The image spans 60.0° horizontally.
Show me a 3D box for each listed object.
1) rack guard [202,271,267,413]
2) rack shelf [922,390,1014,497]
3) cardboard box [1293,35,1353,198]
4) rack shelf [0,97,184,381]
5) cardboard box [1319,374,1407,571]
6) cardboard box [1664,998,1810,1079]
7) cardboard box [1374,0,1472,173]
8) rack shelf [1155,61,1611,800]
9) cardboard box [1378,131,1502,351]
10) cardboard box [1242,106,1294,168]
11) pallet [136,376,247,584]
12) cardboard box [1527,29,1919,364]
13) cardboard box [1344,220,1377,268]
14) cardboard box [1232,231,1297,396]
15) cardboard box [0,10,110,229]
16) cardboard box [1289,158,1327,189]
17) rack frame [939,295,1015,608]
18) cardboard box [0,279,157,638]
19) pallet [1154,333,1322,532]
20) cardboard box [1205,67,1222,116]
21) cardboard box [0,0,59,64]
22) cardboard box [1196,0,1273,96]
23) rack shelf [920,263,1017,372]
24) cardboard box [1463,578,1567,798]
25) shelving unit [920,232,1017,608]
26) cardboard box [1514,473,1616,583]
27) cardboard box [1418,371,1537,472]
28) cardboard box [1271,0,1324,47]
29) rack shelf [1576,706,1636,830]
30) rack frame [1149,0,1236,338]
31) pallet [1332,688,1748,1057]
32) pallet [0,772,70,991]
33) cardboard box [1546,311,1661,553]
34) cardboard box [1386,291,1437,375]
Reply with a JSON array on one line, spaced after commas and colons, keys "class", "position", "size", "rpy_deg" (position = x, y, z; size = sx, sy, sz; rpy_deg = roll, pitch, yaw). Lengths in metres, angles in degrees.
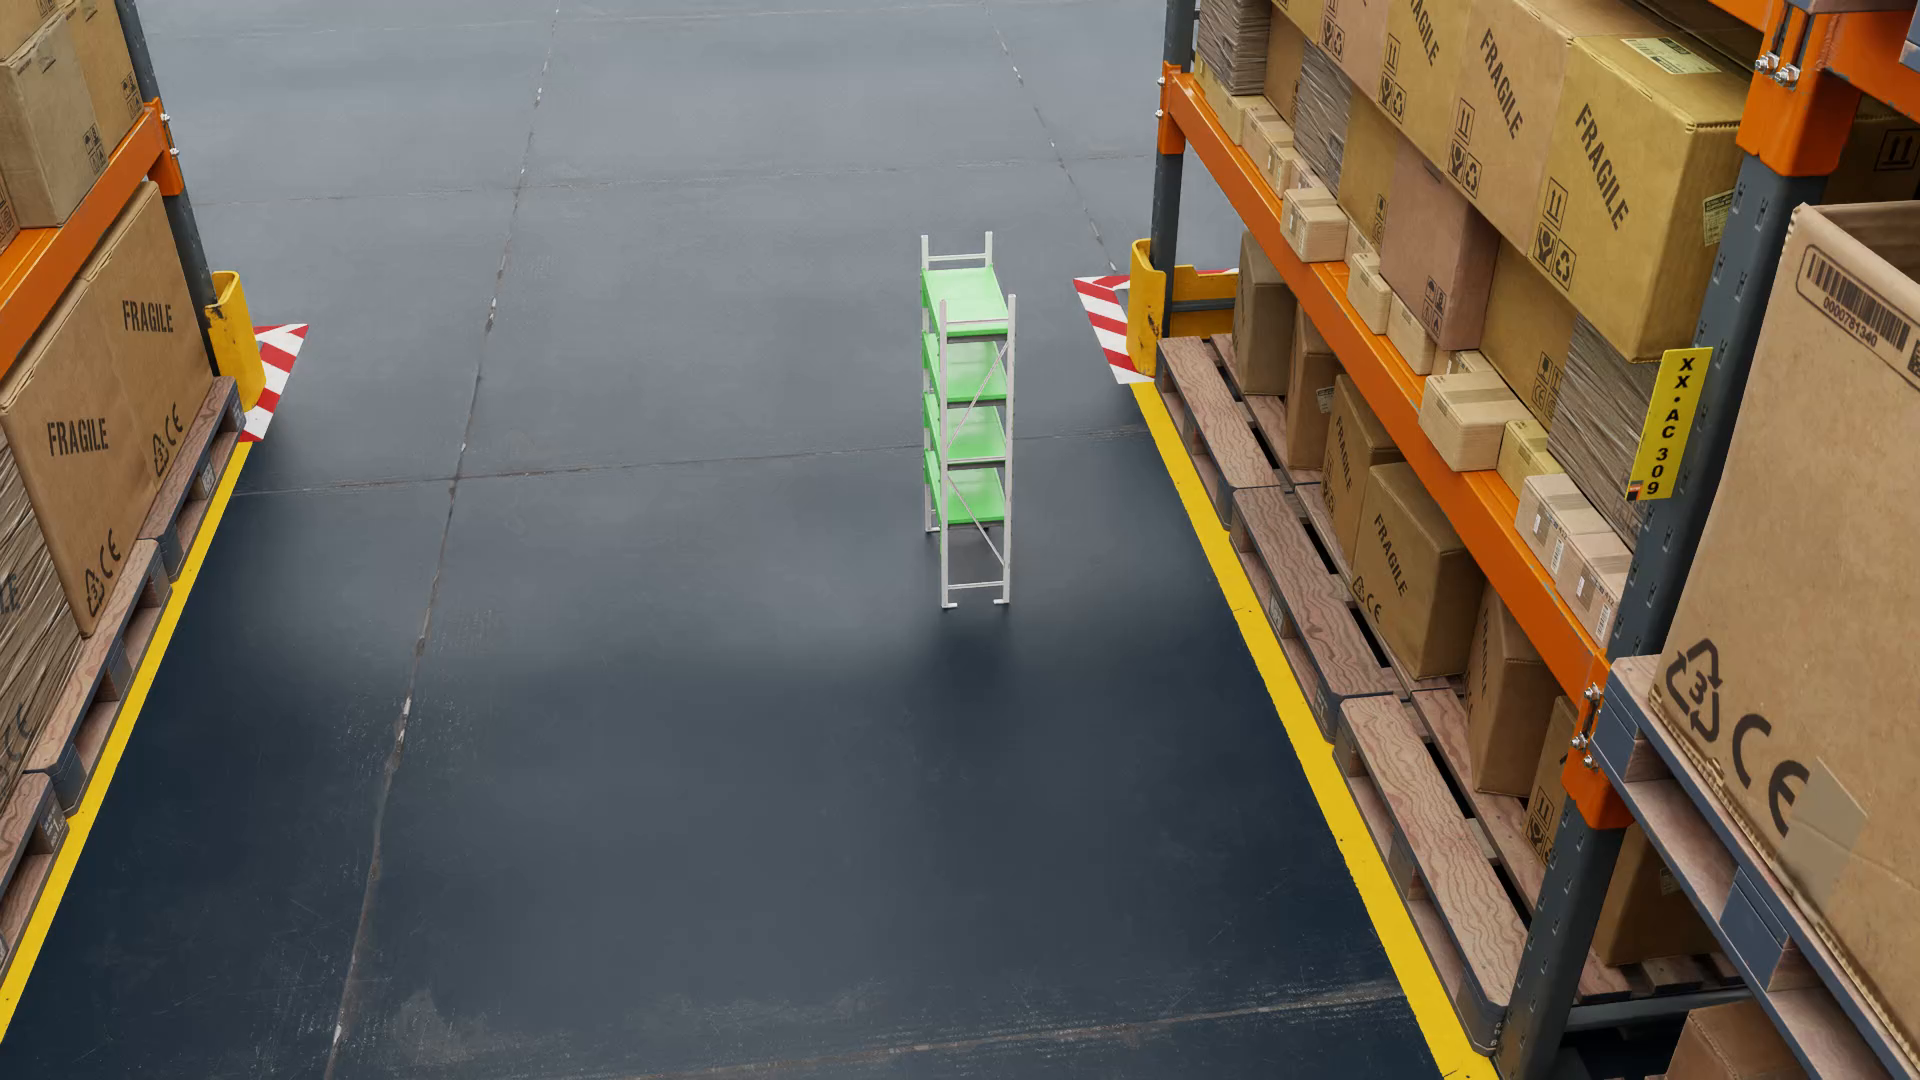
[{"class": "rack guard", "position": [-3.597, -0.796, 6.974], "size": [1.175, 0.500, 0.348], "rpy_deg": [-4, 35, -6]}, {"class": "rack shelf", "position": [0.022, -0.351, 5.813], "size": [0.258, 0.148, 0.480], "rpy_deg": [-4, 35, -6]}, {"class": "cardboard box", "position": [1.593, -1.437, 5.343], "size": [0.875, 0.500, 0.500], "rpy_deg": [-4, 35, -6]}, {"class": "rack shelf", "position": [-3.324, -0.402, 4.815], "size": [1.077, 0.370, 4.000], "rpy_deg": [-4, 35, -6]}, {"class": "cardboard box", "position": [1.582, -0.243, 5.790], "size": [0.500, 0.500, 0.500], "rpy_deg": [-1, 34, -2]}, {"class": "cardboard box", "position": [1.934, 1.293, 3.518], "size": [0.700, 0.500, 0.500], "rpy_deg": [-7, 35, -10]}, {"class": "cardboard box", "position": [1.405, -1.268, 4.206], "size": [0.500, 0.500, 0.500], "rpy_deg": [-4, 35, -6]}, {"class": "rack shelf", "position": [1.604, -0.721, 5.283], "size": [1.077, 0.370, 4.000], "rpy_deg": [-4, 35, -6]}, {"class": "cardboard box", "position": [1.675, -0.875, 4.518], "size": [0.875, 0.500, 0.500], "rpy_deg": [-4, 35, -6]}, {"class": "cardboard box", "position": [1.225, -1.434, 5.914], "size": [0.380, 0.149, 0.250], "rpy_deg": [-4, 35, -6]}, {"class": "pallet", "position": [-3.408, -0.223, 6.389], "size": [1.003, 0.211, 1.213], "rpy_deg": [-4, 35, -6]}, {"class": "cardboard box", "position": [1.540, -0.710, 3.387], "size": [0.500, 0.500, 0.500], "rpy_deg": [-4, 35, -6]}, {"class": "cardboard box", "position": [1.408, -0.880, 5.100], "size": [0.380, 0.149, 0.250], "rpy_deg": [-4, 35, -6]}, {"class": "cardboard box", "position": [1.403, -0.925, 6.791], "size": [0.500, 0.500, 0.500], "rpy_deg": [2, 34, 2]}, {"class": "cardboard box", "position": [-3.403, -1.368, 5.461], "size": [0.875, 0.550, 0.550], "rpy_deg": [-4, 35, -6]}, {"class": "cardboard box", "position": [1.312, -1.156, 5.506], "size": [0.380, 0.149, 0.250], "rpy_deg": [-4, 35, -6]}, {"class": "rack frame", "position": [0.055, -0.267, 5.577], "size": [0.240, 1.200, 0.015], "rpy_deg": [-4, 35, -6]}, {"class": "cardboard box", "position": [-3.316, -0.246, 5.462], "size": [0.875, 0.875, 0.875], "rpy_deg": [-5, 35, -7]}, {"class": "pallet", "position": [1.420, -0.484, 6.772], "size": [1.003, 0.211, 1.213], "rpy_deg": [-4, 35, -6]}, {"class": "cardboard box", "position": [1.152, -1.713, 6.322], "size": [0.380, 0.149, 0.250], "rpy_deg": [-4, 35, -6]}, {"class": "cardboard box", "position": [-3.416, -1.813, 5.155], "size": [0.875, 0.550, 0.550], "rpy_deg": [-4, 35, -6]}, {"class": "cardboard box", "position": [1.382, -1.990, 6.153], "size": [0.875, 0.500, 0.500], "rpy_deg": [-4, 35, -6]}, {"class": "rack shelf", "position": [0.022, -0.747, 5.542], "size": [0.258, 0.148, 0.480], "rpy_deg": [-4, 35, -6]}, {"class": "cardboard box", "position": [1.774, 0.412, 4.829], "size": [0.500, 0.500, 0.500], "rpy_deg": [6, 35, 9]}, {"class": "shelving unit", "position": [0.022, -0.403, 5.777], "size": [0.258, 1.200, 0.503], "rpy_deg": [-4, 35, -6]}, {"class": "cardboard box", "position": [1.529, -0.036, 3.863], "size": [0.380, 0.149, 0.250], "rpy_deg": [-4, 35, -6]}, {"class": "cardboard box", "position": [1.411, -0.312, 4.267], "size": [0.380, 0.149, 0.250], "rpy_deg": [-4, 35, -6]}, {"class": "cardboard box", "position": [1.268, -1.826, 5.025], "size": [0.500, 0.500, 0.500], "rpy_deg": [-4, 35, -6]}, {"class": "rack shelf", "position": [2.142, 1.511, 2.008], "size": [1.077, 0.370, 4.000], "rpy_deg": [-4, 35, -6]}, {"class": "rack frame", "position": [1.335, -2.134, 6.718], "size": [1.000, 3.000, 0.127], "rpy_deg": [-4, 35, -6]}, {"class": "pallet", "position": [1.748, 0.878, 4.774], "size": [1.003, 0.211, 1.213], "rpy_deg": [-4, 35, -6]}, {"class": "pallet", "position": [-3.080, 1.139, 4.391], "size": [1.003, 0.211, 1.213], "rpy_deg": [-4, 35, -6]}, {"class": "cardboard box", "position": [1.874, -0.322, 3.706], "size": [0.875, 0.500, 0.500], "rpy_deg": [-4, 35, -6]}, {"class": "cardboard box", "position": [1.434, -0.597, 4.686], "size": [0.380, 0.149, 0.250], "rpy_deg": [-4, 35, -6]}]
